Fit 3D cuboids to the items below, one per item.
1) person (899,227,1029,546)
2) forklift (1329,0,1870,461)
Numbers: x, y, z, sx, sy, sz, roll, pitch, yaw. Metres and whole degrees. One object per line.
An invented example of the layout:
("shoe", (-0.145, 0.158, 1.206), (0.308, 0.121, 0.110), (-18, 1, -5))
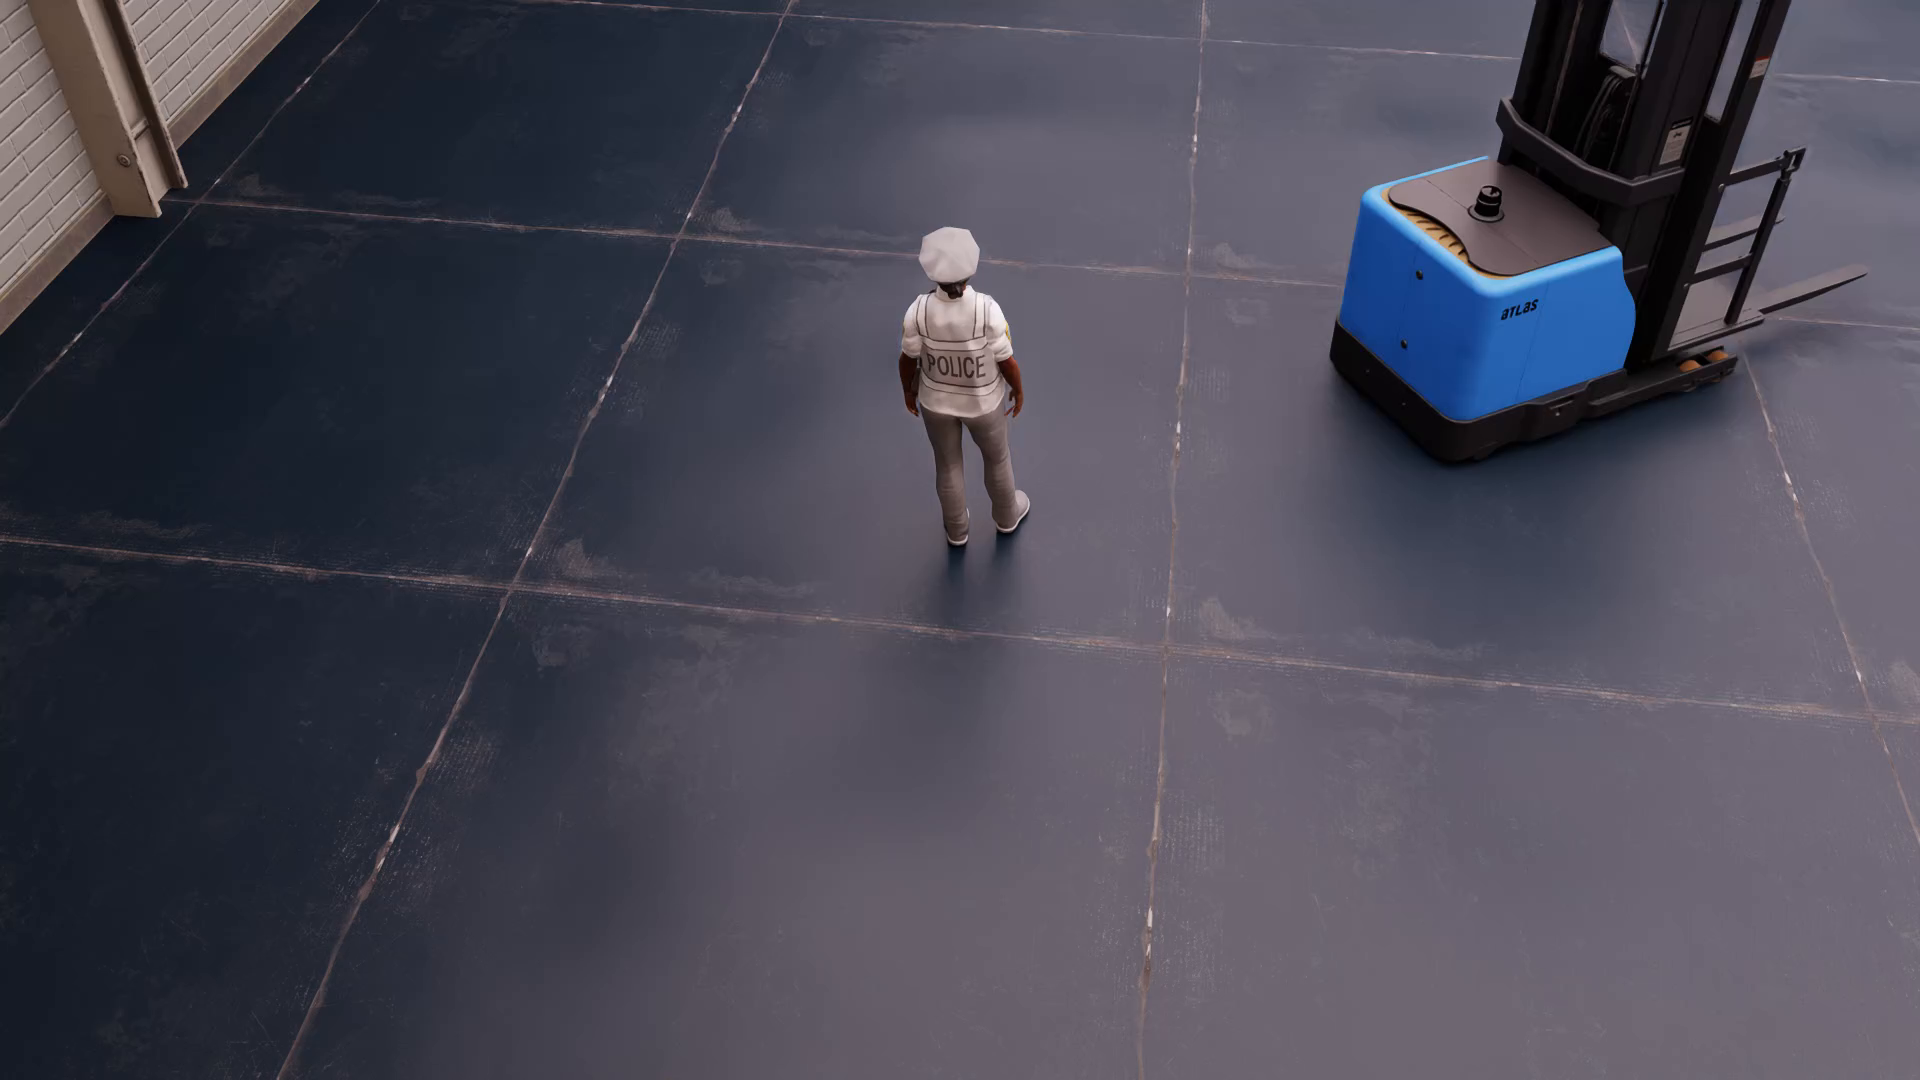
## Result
("person", (0.029, -0.677, 7.366), (0.570, 1.694, 0.528), (5, 43, 6))
("forklift", (3.520, -2.160, 8.075), (3.031, 2.935, 1.130), (-18, 46, -19))
